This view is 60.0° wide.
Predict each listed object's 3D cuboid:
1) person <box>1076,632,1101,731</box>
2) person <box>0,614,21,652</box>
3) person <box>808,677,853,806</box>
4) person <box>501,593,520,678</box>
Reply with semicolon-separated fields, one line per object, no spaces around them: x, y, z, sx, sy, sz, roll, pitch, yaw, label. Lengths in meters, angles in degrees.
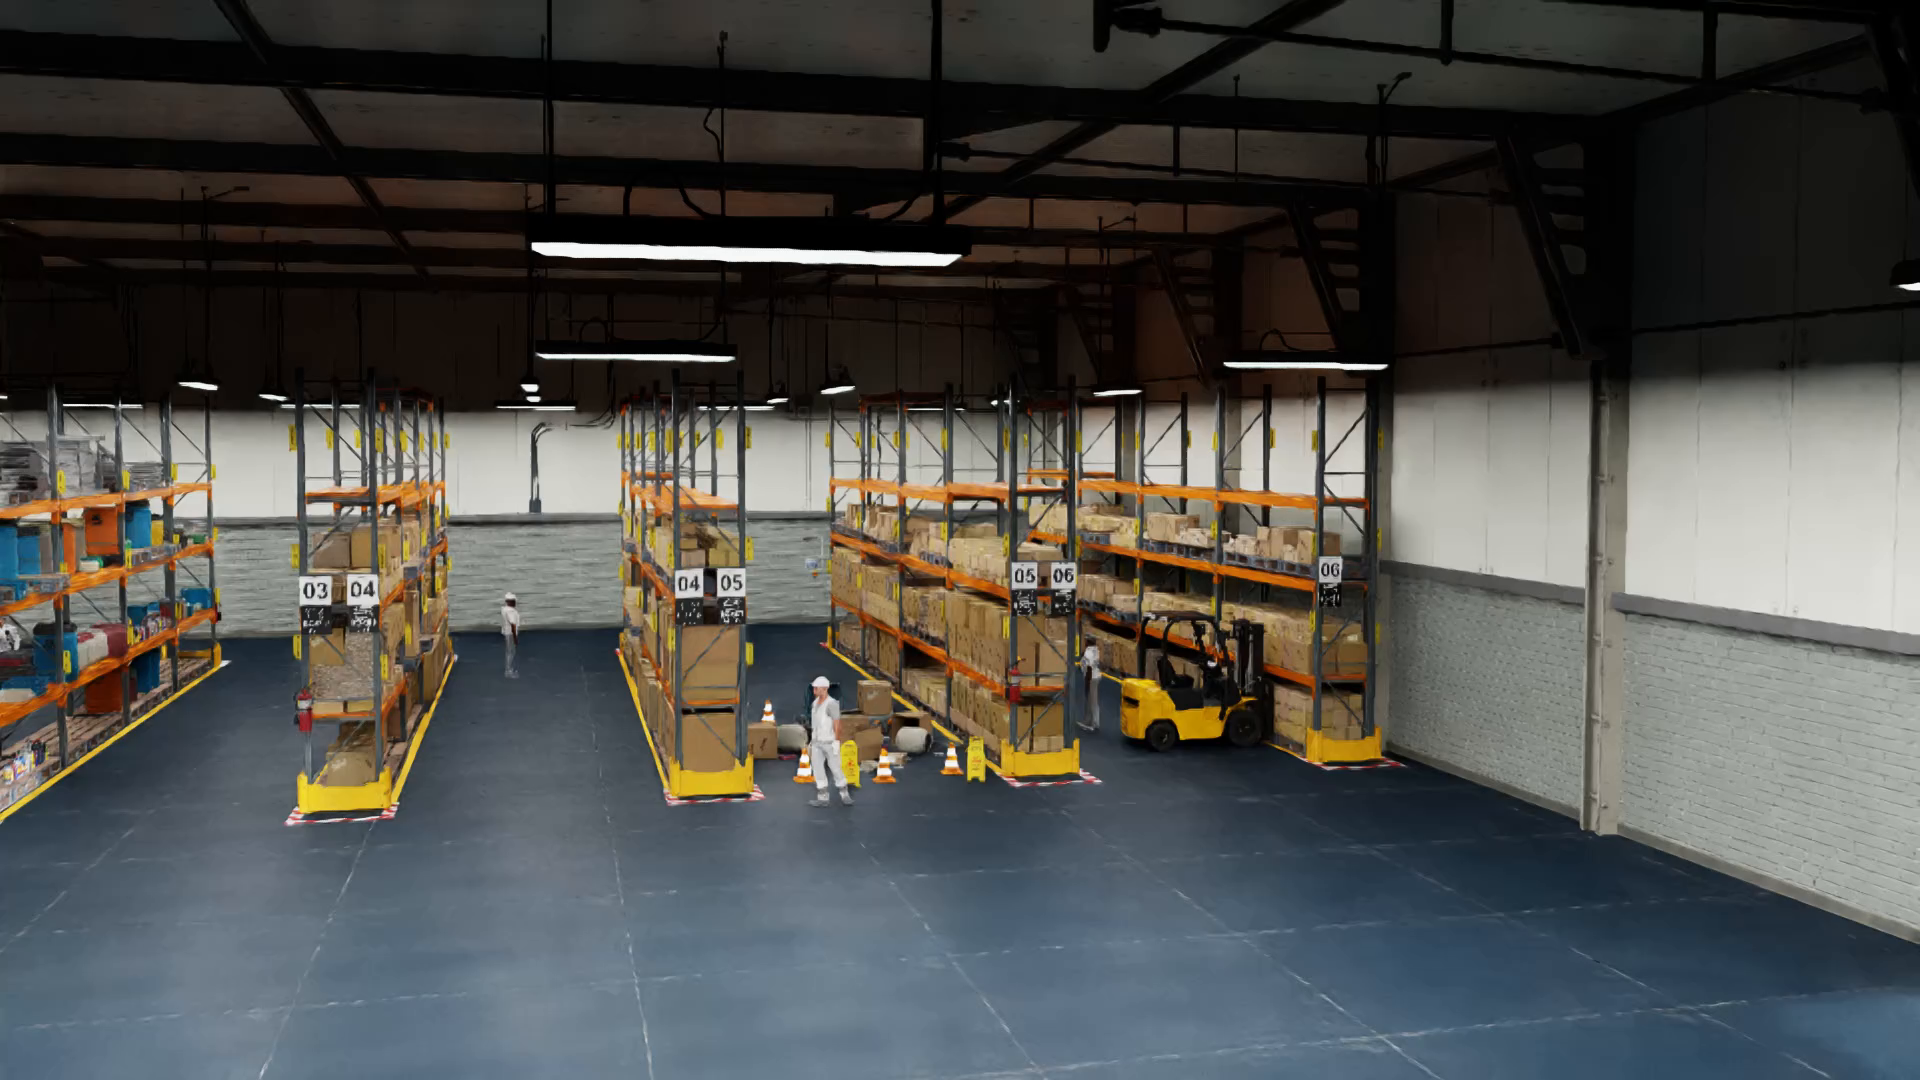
2.222;2.438;28.787;0.467;1.677;0.497;1;4;16;person
-18.980;2.227;32.977;0.639;1.632;0.506;-1;4;-16;person
-1.805;2.758;22.847;0.553;1.781;0.646;-3;5;-44;person
-9.491;2.000;35.188;0.392;1.767;0.677;-2;4;-31;person
